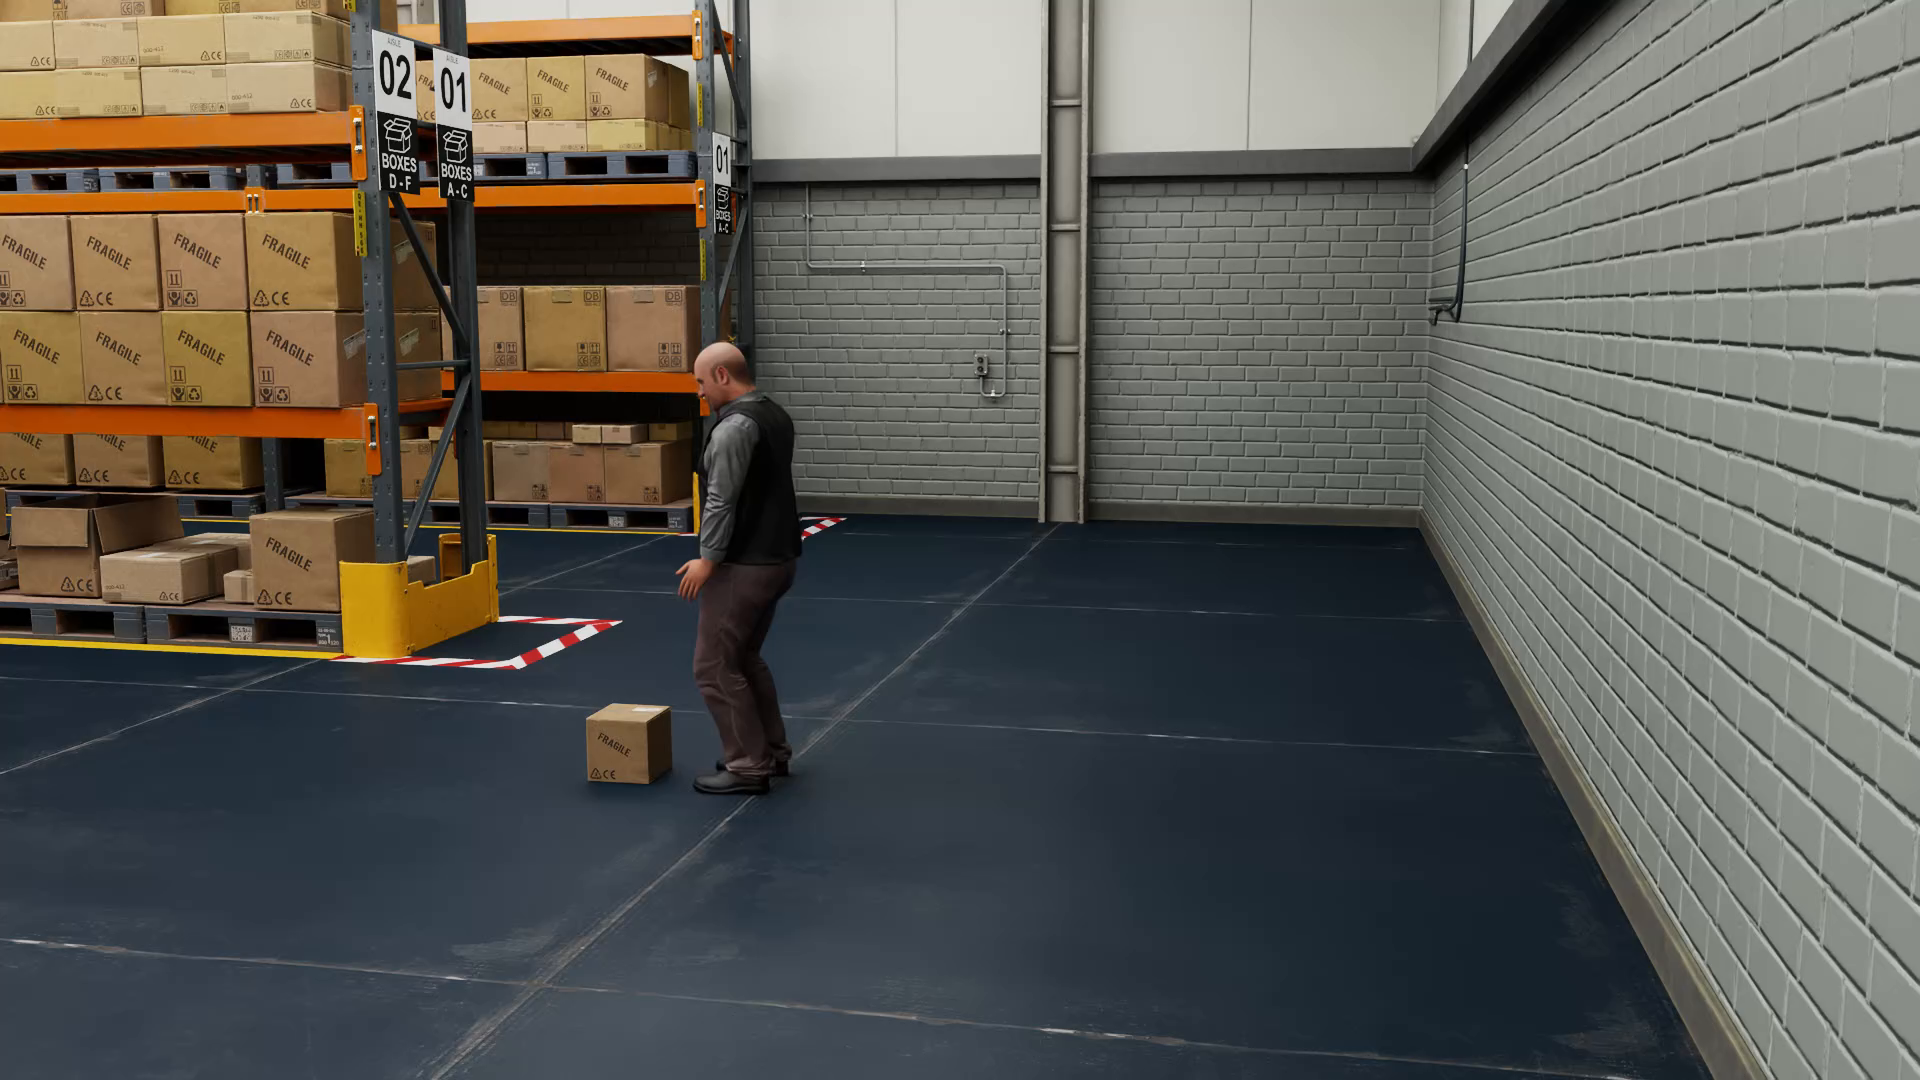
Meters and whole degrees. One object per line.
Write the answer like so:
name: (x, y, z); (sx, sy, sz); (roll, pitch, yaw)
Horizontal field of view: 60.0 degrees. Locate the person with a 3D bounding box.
person: (-0.817, 0.106, 6.280); (0.390, 1.693, 0.549); (2, 8, 13)
